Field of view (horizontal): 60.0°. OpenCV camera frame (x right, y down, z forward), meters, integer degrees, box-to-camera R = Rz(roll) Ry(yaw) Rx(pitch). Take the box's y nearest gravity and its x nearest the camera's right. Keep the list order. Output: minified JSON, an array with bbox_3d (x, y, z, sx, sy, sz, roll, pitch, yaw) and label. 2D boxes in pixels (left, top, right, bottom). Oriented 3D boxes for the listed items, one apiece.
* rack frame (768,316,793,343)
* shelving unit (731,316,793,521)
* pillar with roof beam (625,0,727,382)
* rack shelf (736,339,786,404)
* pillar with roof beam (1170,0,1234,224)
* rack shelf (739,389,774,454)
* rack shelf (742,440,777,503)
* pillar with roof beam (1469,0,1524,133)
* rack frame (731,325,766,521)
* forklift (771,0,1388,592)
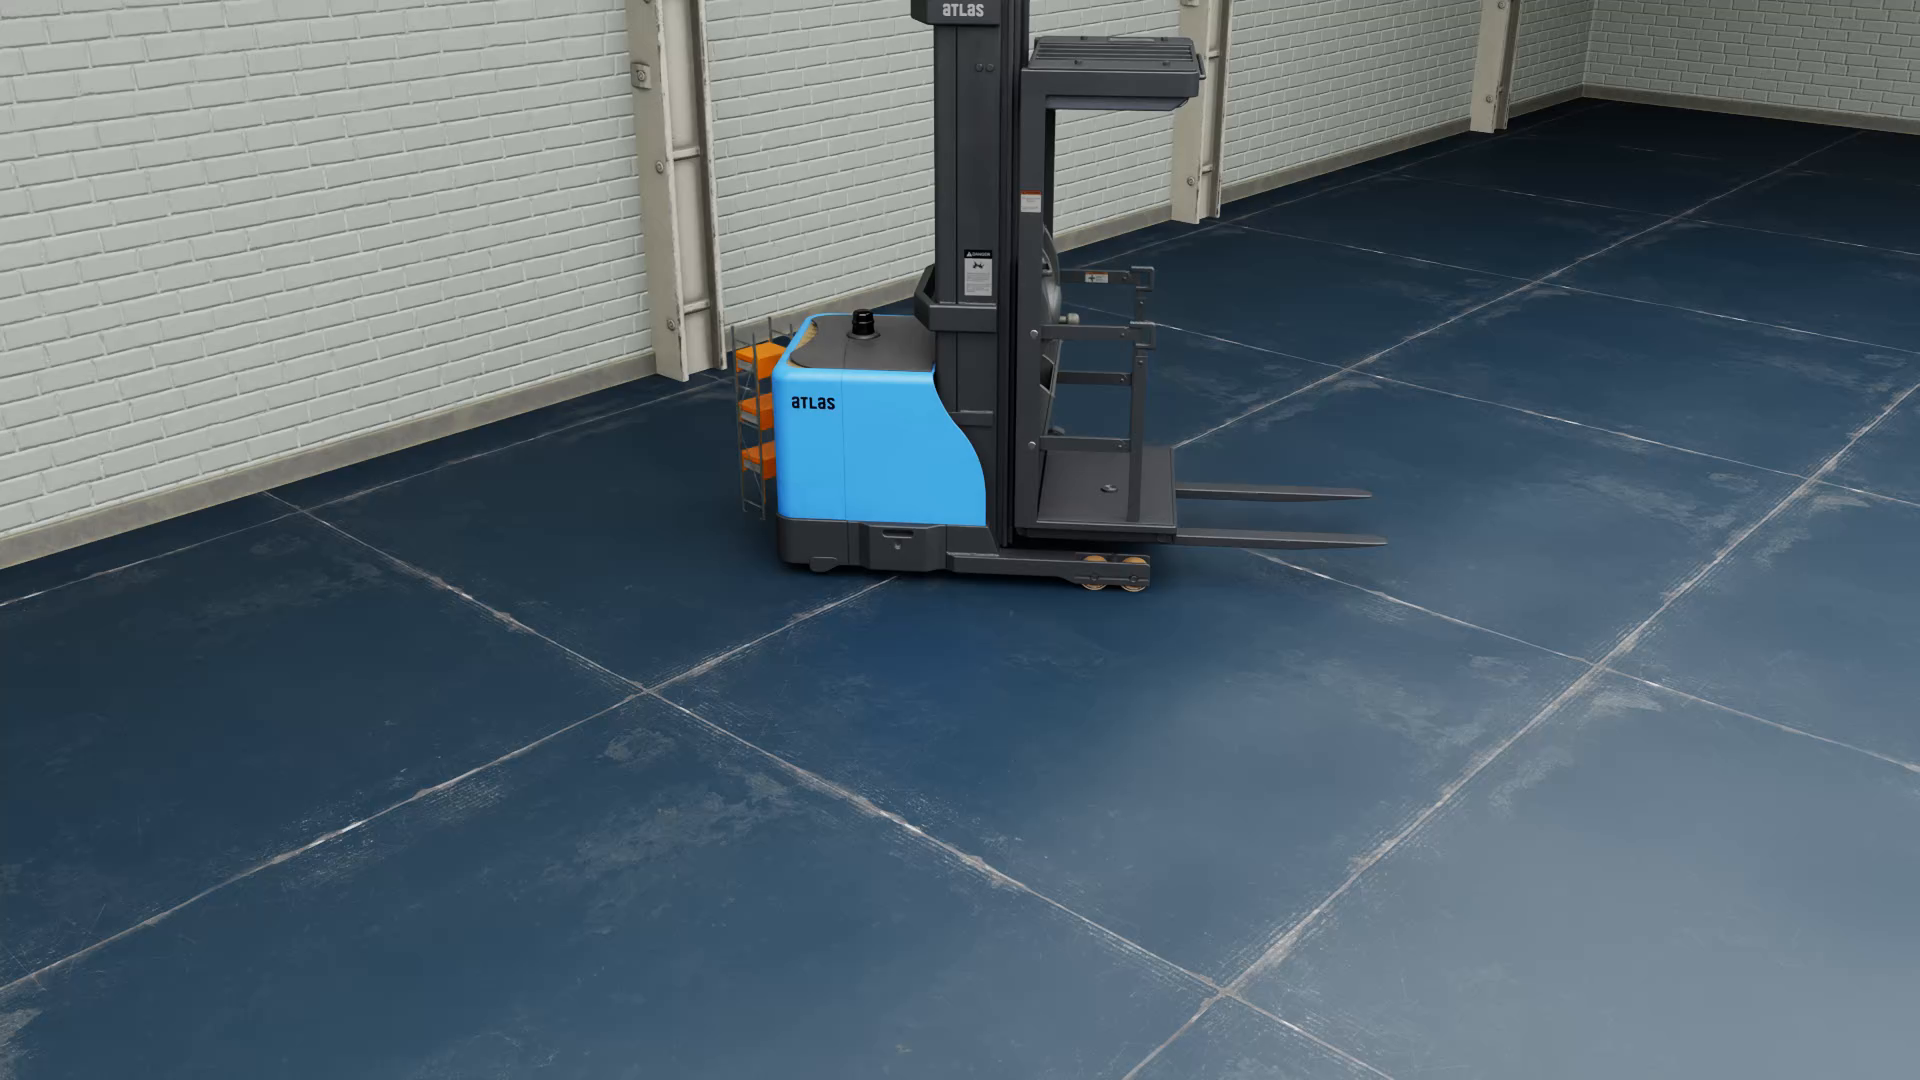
[{"bbox_3d":[-0.945,-0.680,8.981,0.008,1.050,0.200,-21,31,-39],"label":"rack frame"},{"bbox_3d":[-1.034,-0.645,8.904,0.252,1.050,0.215,-21,31,-39],"label":"shelving unit"},{"bbox_3d":[1.372,-4.089,6.871,9.100,9.000,0.400,20,31,38],"label":"pillar with roof beam"},{"bbox_3d":[-1.035,-0.895,8.794,0.240,0.259,0.215,-21,31,-39],"label":"rack shelf"},{"bbox_3d":[5.377,-5.917,10.948,9.100,9.000,0.400,20,31,38],"label":"pillar with roof beam"},{"bbox_3d":[-1.034,-0.636,8.909,0.240,0.259,0.215,-21,31,-39],"label":"rack shelf"},{"bbox_3d":[-1.032,-0.382,9.021,0.240,0.259,0.215,-21,31,-39],"label":"rack shelf"},{"bbox_3d":[9.381,-7.745,15.025,9.100,9.000,0.400,20,31,38],"label":"pillar with roof beam"},{"bbox_3d":[-1.122,-0.611,8.827,0.008,1.050,0.200,-21,31,-39],"label":"rack frame"},{"bbox_3d":[0.626,-1.312,8.094,3.031,2.935,1.130,2,24,5],"label":"forklift"}]
